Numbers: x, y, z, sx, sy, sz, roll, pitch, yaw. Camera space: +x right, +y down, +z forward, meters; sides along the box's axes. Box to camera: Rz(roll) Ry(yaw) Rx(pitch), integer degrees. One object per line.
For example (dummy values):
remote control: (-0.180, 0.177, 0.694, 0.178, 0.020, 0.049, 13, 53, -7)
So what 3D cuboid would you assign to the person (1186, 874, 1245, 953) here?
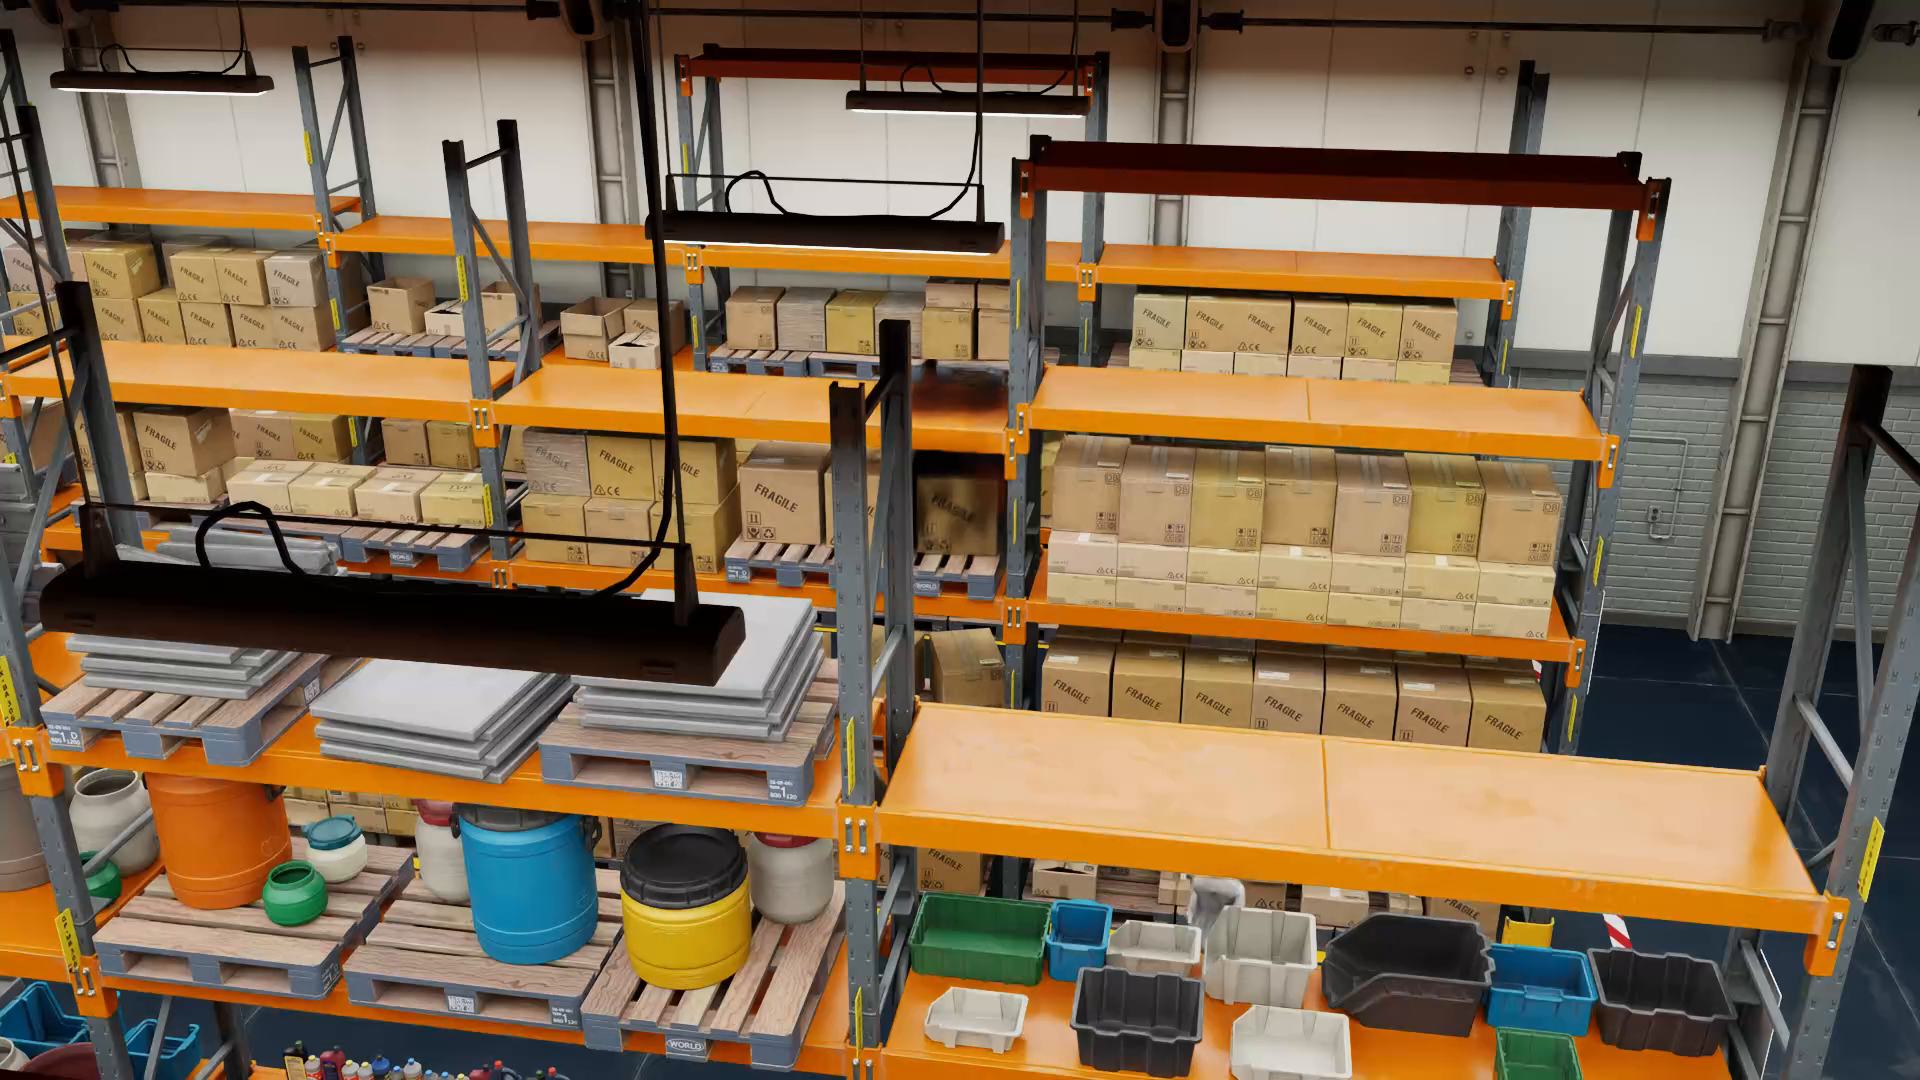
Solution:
person: (1.772, 2.784, 11.483, 0.451, 1.612, 0.361, 11, 25, 25)
